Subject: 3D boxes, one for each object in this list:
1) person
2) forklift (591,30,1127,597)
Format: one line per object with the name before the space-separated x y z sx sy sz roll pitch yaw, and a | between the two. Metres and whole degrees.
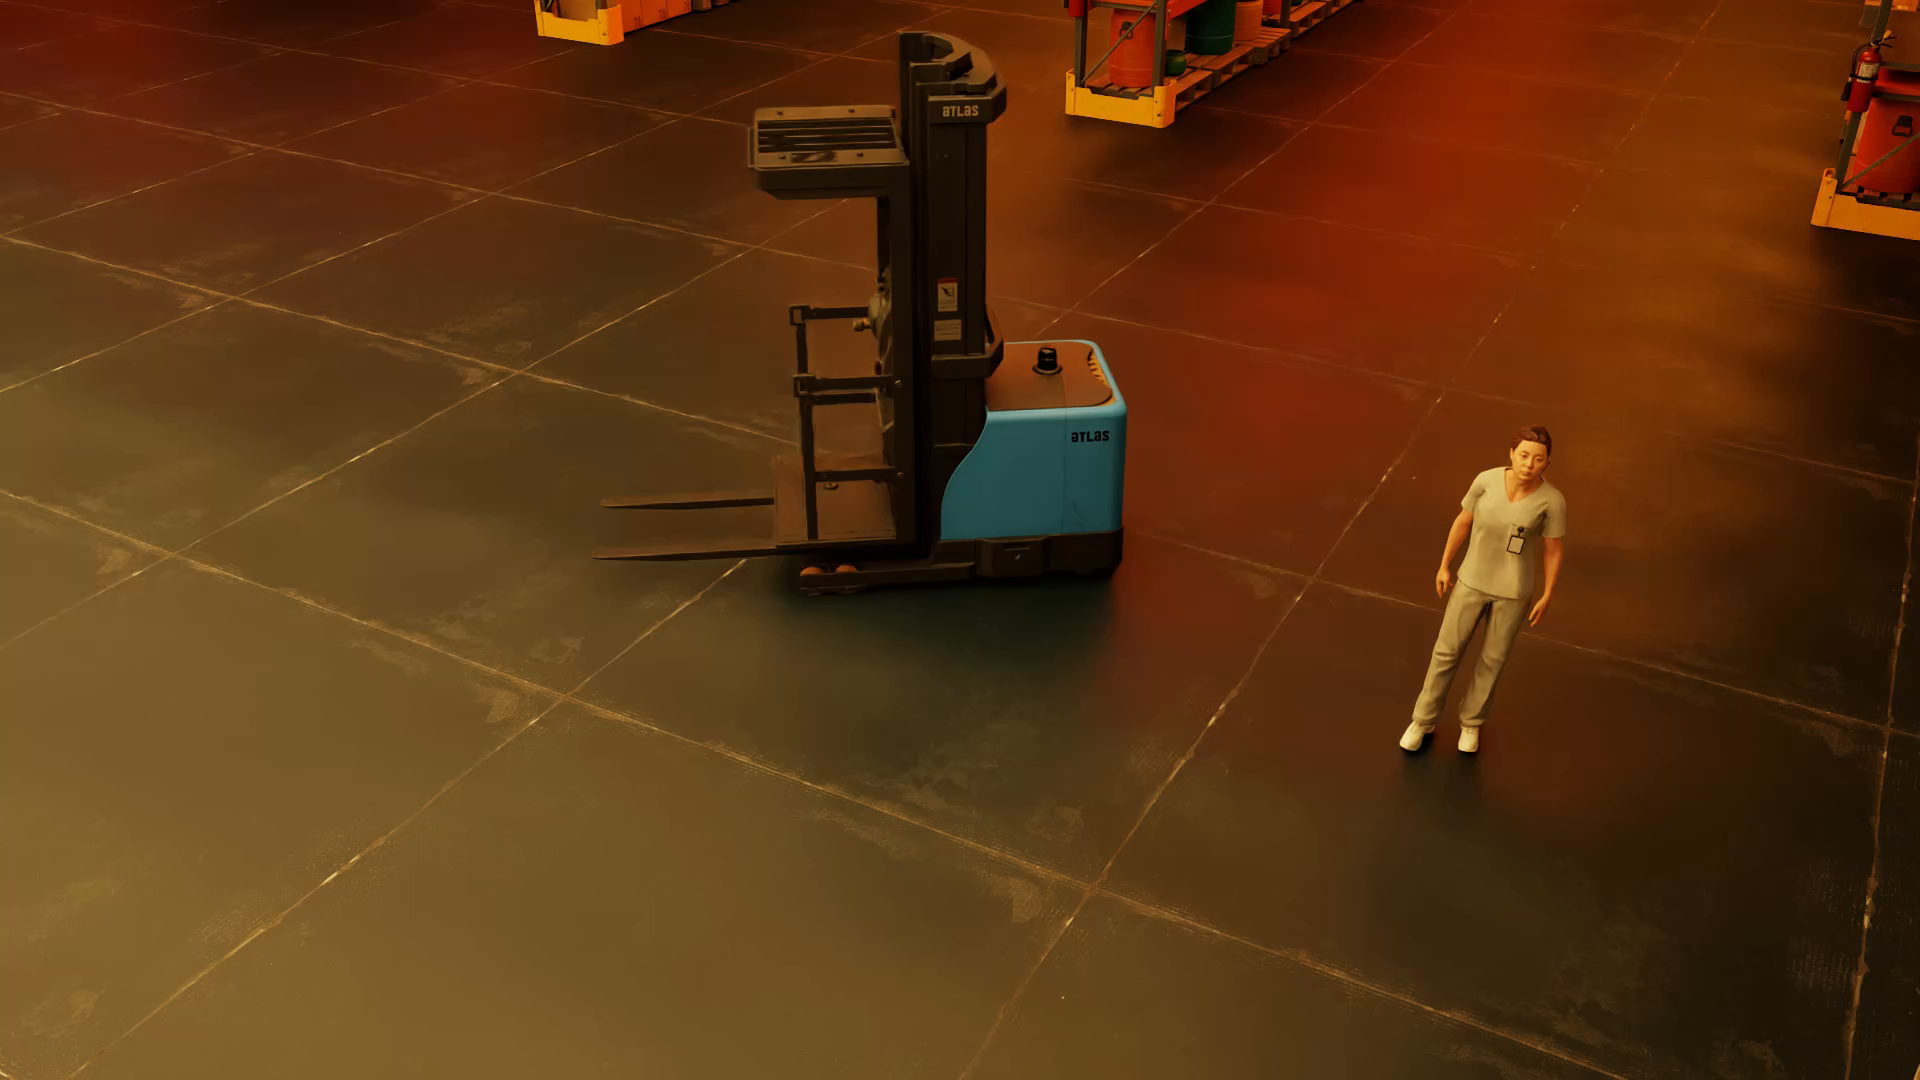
person | 2.515 0.256 7.871 0.543 1.675 0.550 14 33 23
forklift | -0.614 -1.227 9.197 3.031 2.935 1.130 -3 30 -5
